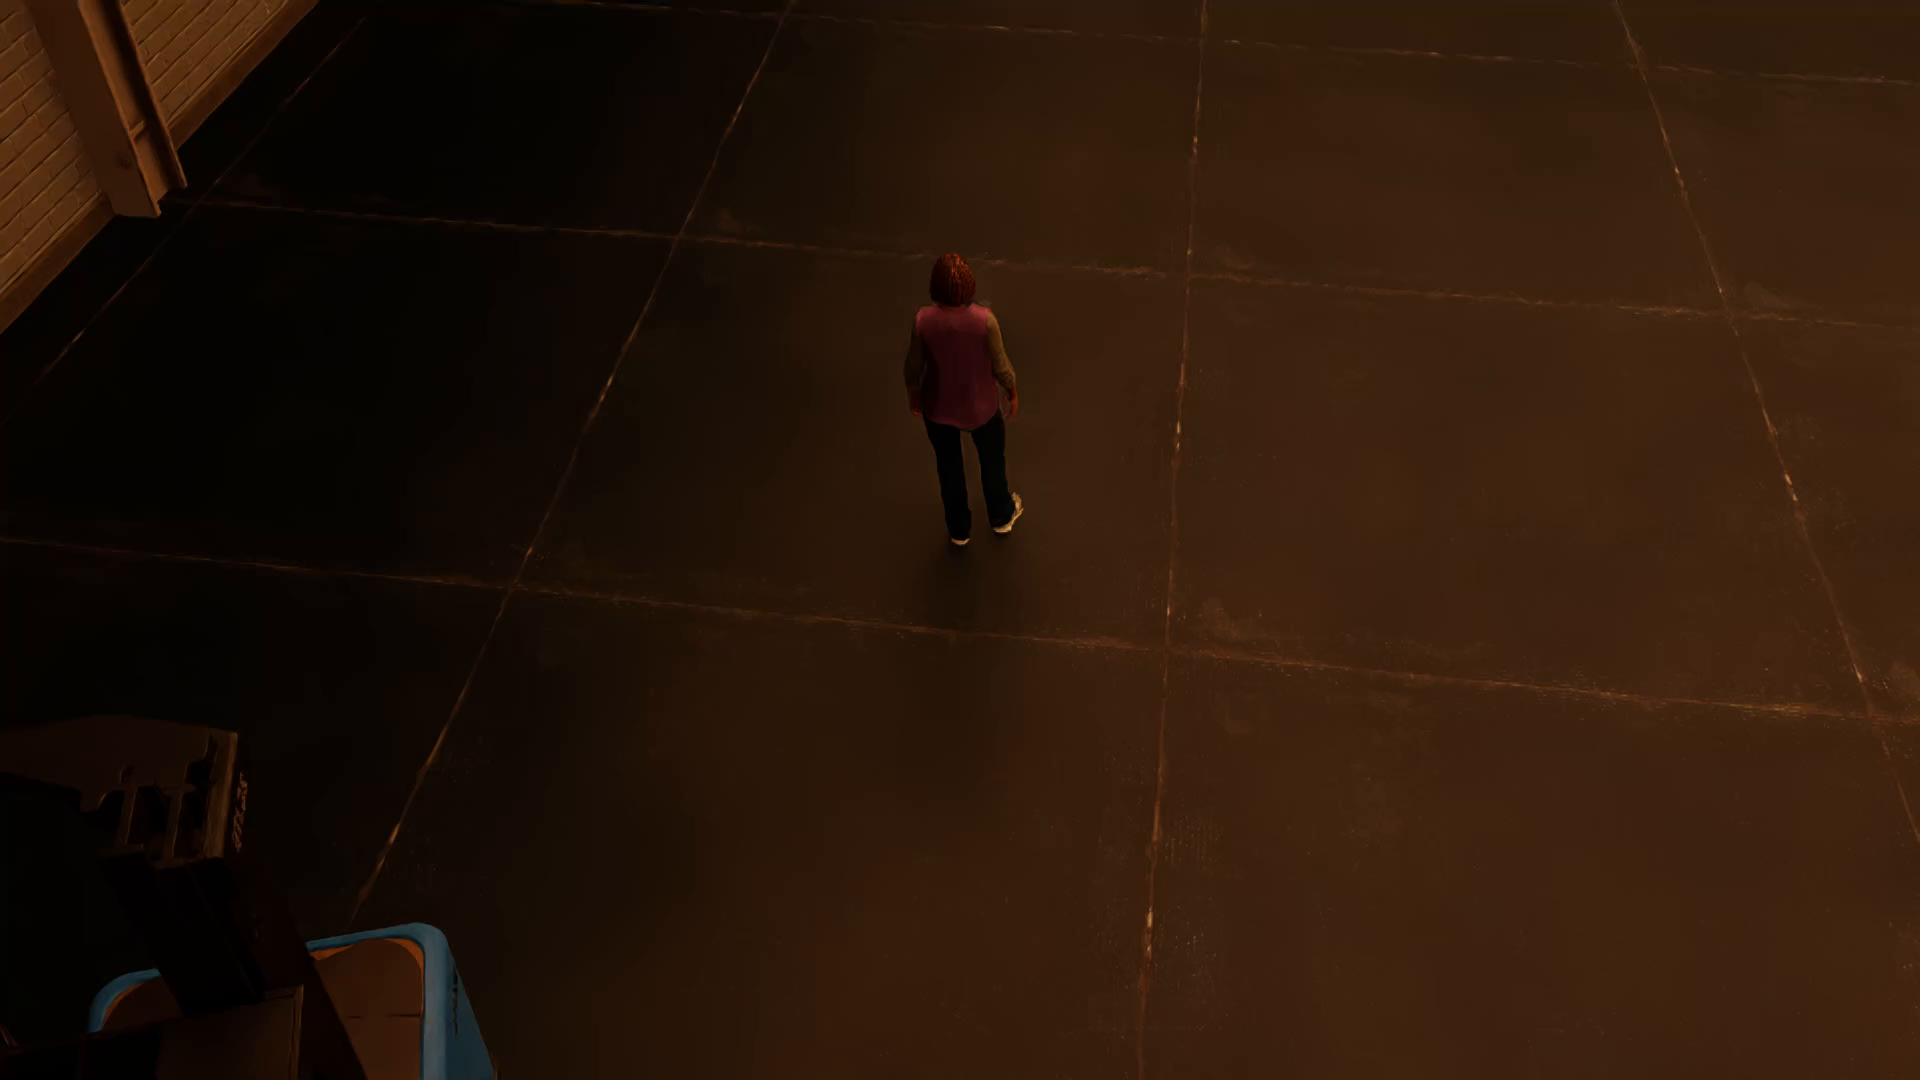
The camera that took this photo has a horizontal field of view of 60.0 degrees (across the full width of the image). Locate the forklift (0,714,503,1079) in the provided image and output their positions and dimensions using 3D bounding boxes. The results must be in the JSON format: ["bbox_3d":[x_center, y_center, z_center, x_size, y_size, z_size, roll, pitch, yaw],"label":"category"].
[{"bbox_3d":[-1.749,1.908,3.647,1.130,2.935,3.031,-8,43,-9],"label":"forklift"}]

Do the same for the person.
[{"bbox_3d":[0.023,-0.642,7.399,0.520,1.597,0.474,5,43,6],"label":"person"}]
